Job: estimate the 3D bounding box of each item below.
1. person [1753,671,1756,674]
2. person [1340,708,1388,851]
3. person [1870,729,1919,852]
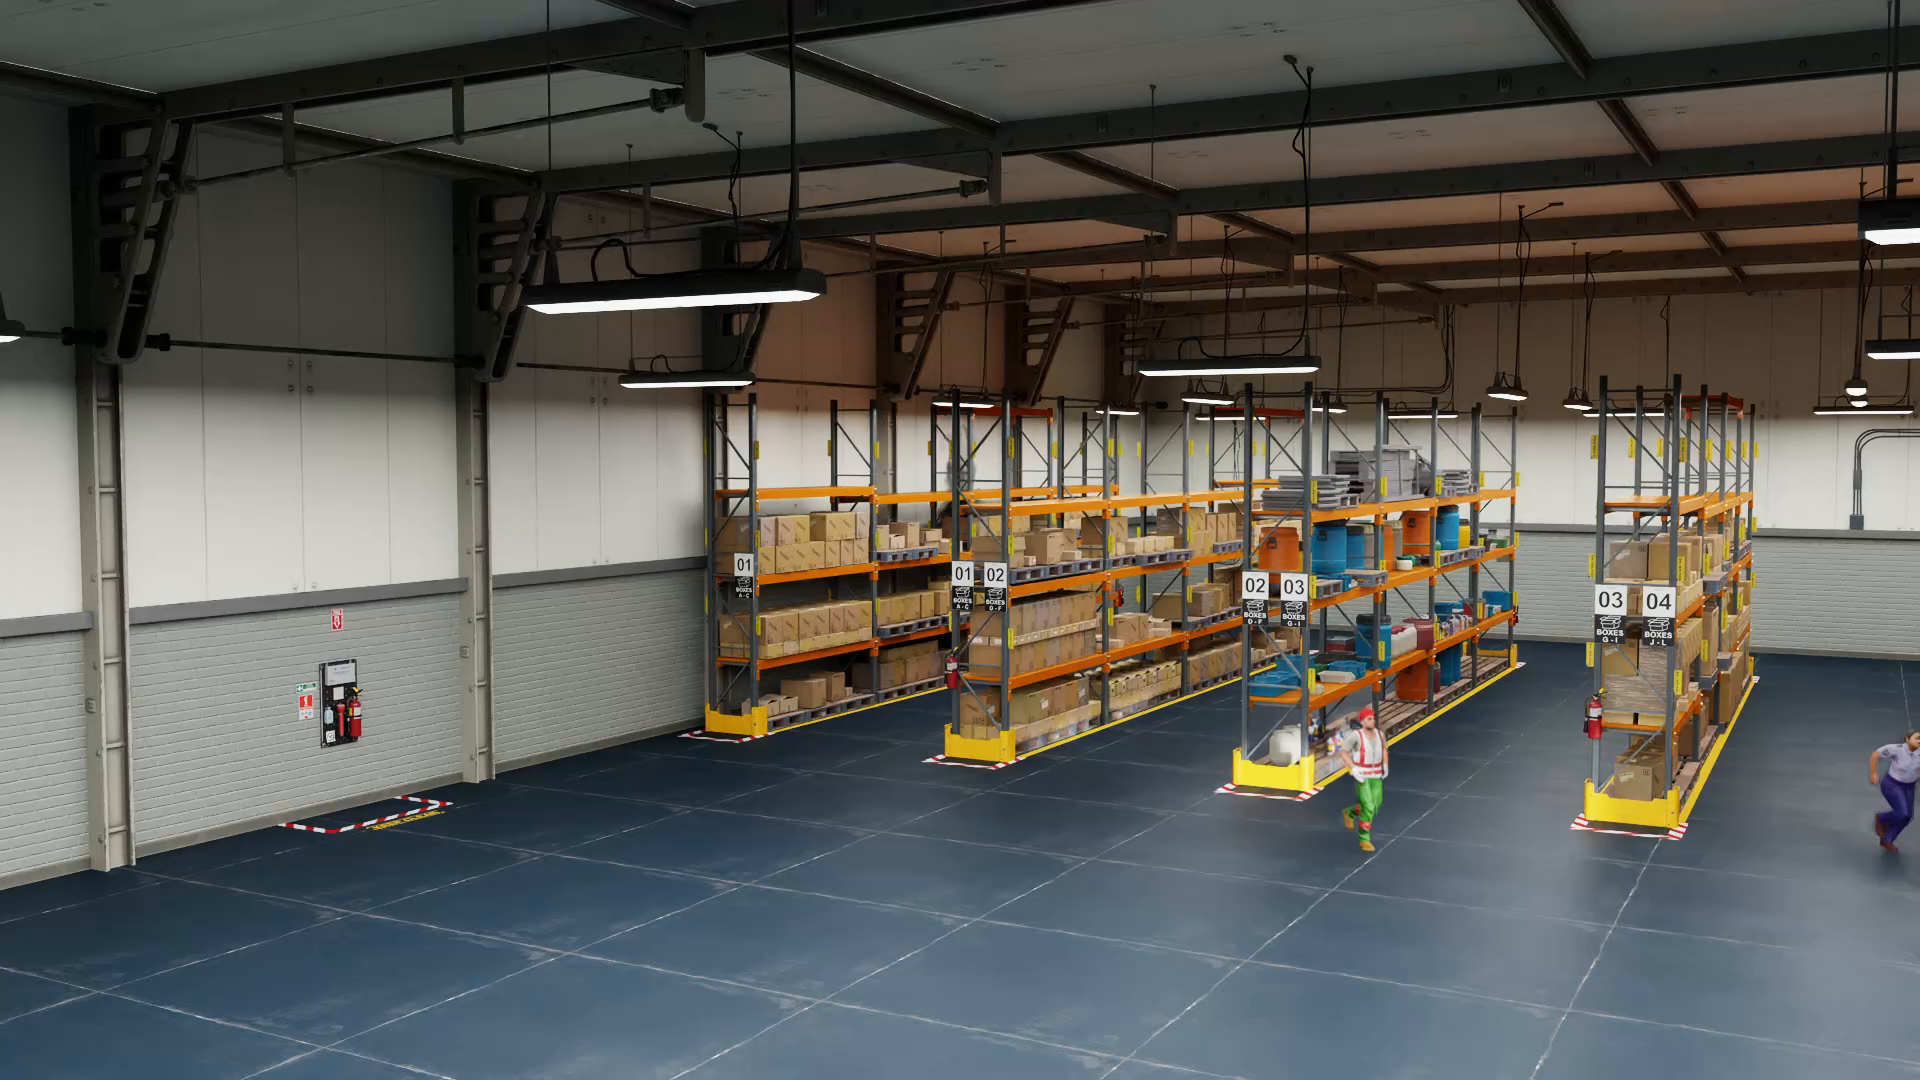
[{"bbox_3d":[17.284,2.159,37.152,0.870,1.672,0.589,2,4,39],"label":"person"},{"bbox_3d":[5.099,2.991,21.069,0.671,1.773,0.697,-1,3,-21],"label":"person"},{"bbox_3d":[11.720,3.111,20.661,0.591,1.576,0.663,-1,3,-16],"label":"person"}]
